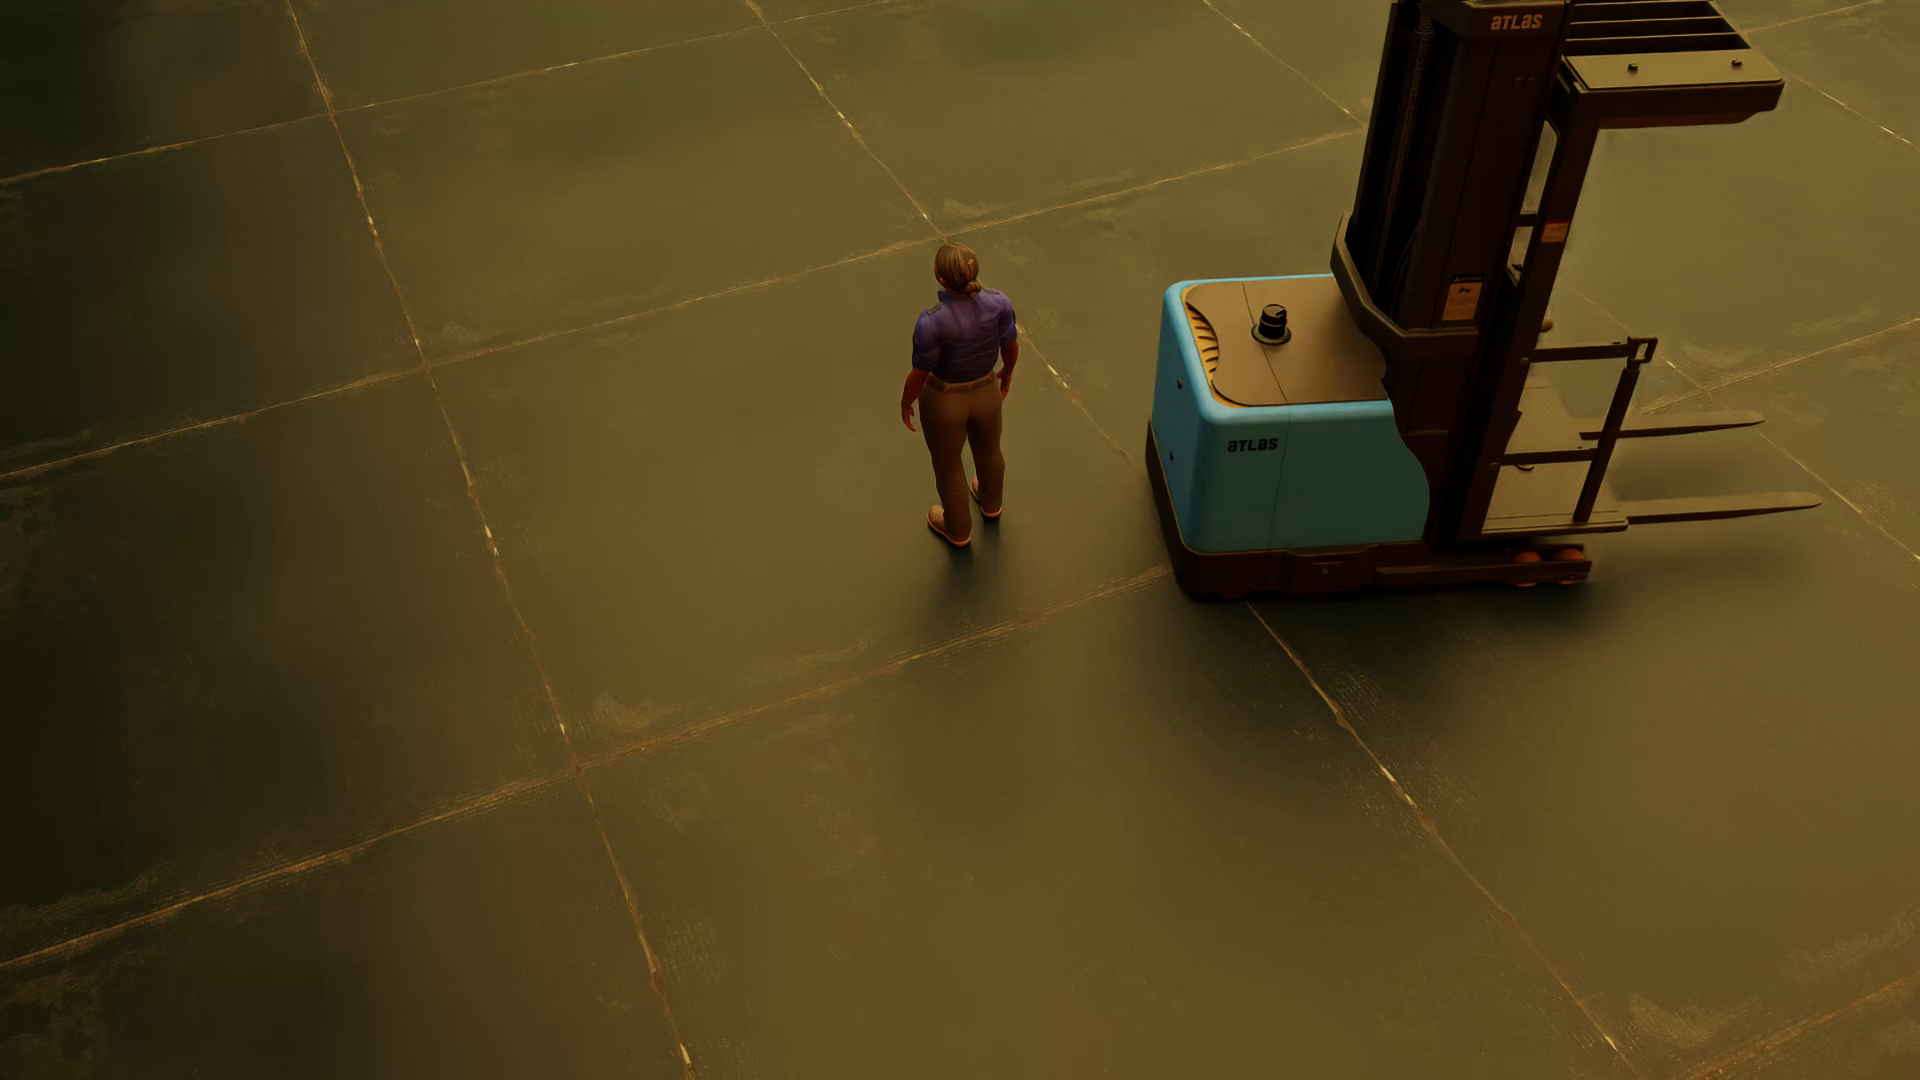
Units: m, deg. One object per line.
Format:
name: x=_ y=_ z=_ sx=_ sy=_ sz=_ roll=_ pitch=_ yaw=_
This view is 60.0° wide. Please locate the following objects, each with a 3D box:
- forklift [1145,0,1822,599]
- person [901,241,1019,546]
forklift: x=2.452 y=-1.217 z=6.984 sx=3.031 sy=2.935 sz=1.130 roll=-3 pitch=43 yaw=-4
person: x=-0.019 y=-0.670 z=7.323 sx=0.569 sy=1.656 sz=0.503 roll=-18 pitch=46 yaw=-18
